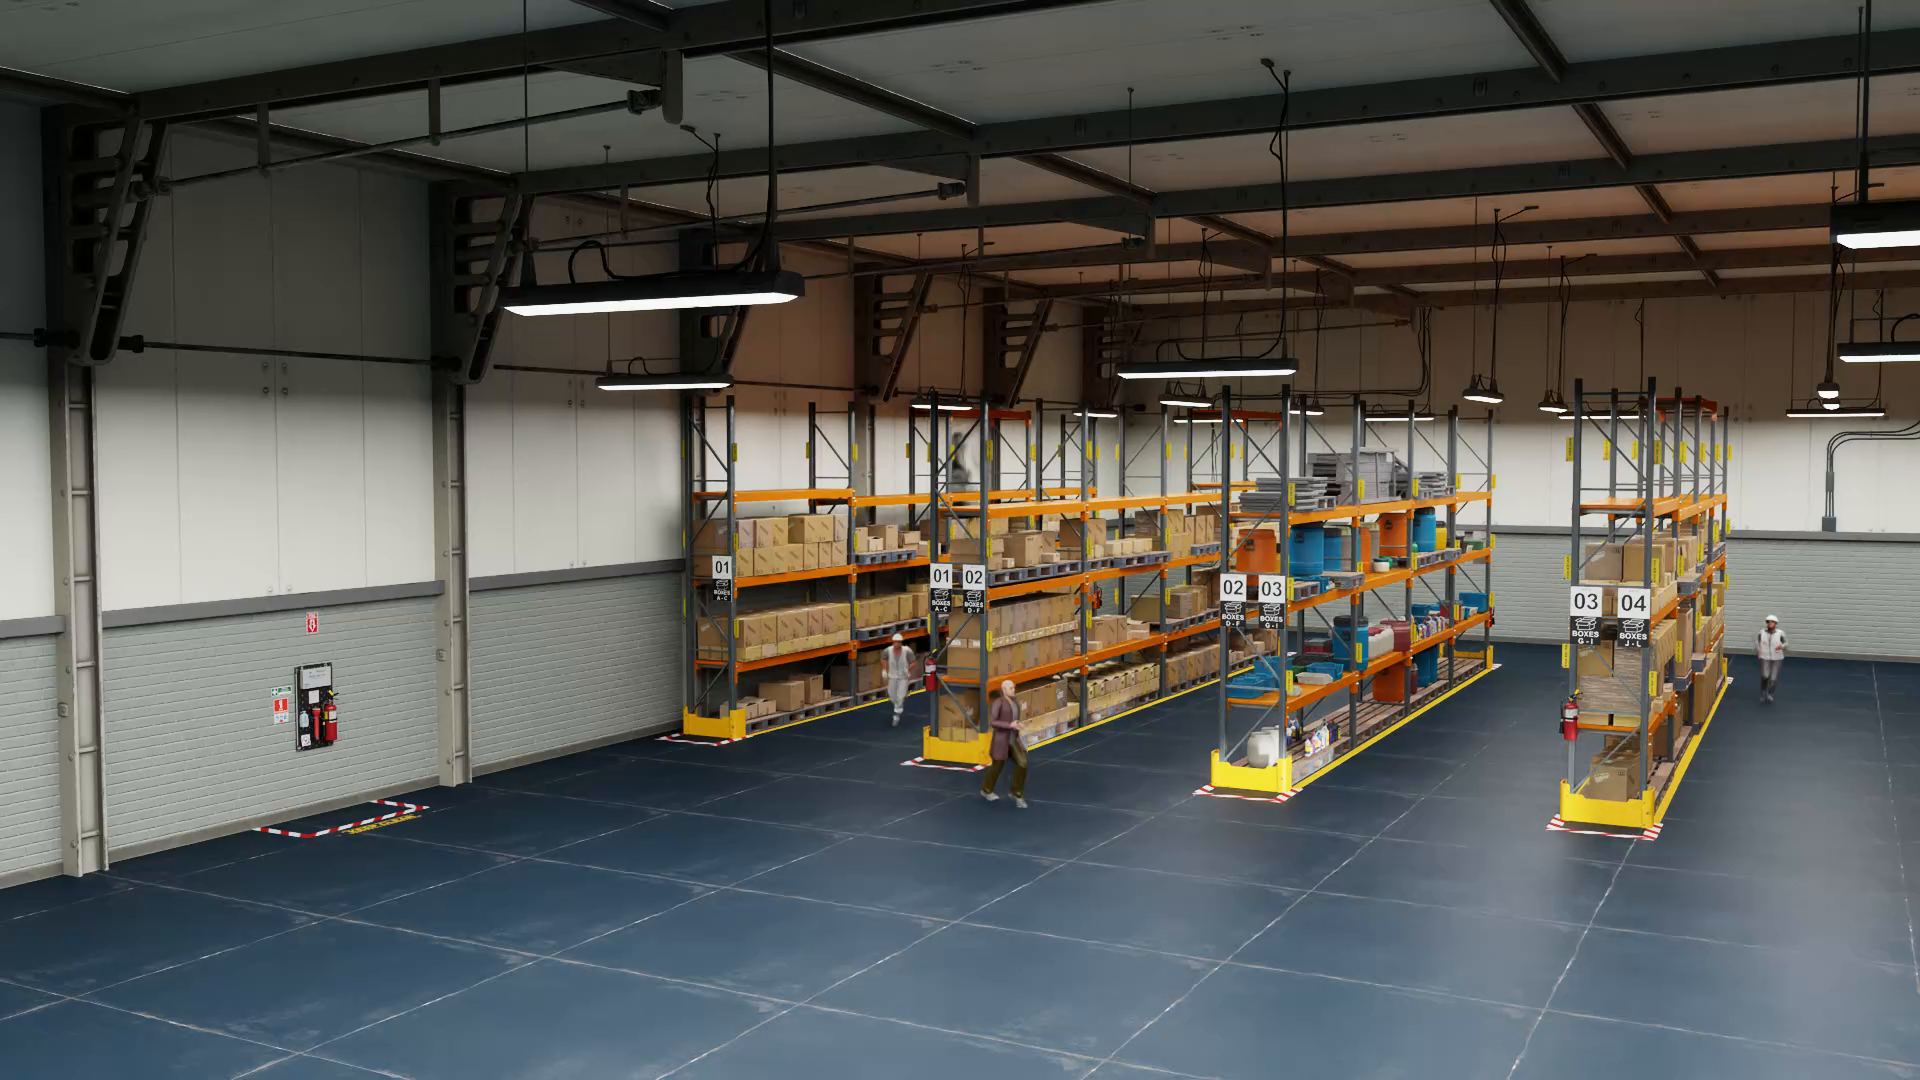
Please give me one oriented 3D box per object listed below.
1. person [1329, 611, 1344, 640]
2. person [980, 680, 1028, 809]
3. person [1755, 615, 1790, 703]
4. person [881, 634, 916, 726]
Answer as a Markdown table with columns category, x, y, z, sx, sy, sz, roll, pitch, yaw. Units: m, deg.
| category | x | y | z | sx | sy | sz | roll | pitch | yaw |
| --- | --- | --- | --- | --- | --- | --- | --- | --- | --- |
| person | 8.080 | 2.307 | 35.538 | 0.583 | 1.624 | 0.650 | 2 | 4 | 34 |
| person | 0.632 | 2.885 | 23.503 | 0.641 | 1.832 | 0.907 | -2 | 4 | -39 |
| person | 16.186 | 2.384 | 33.165 | 0.633 | 1.775 | 0.688 | 2 | 3 | 27 |
| person | -1.130 | 2.557 | 30.561 | 0.654 | 1.711 | 0.759 | 0 | 3 | 1 |
